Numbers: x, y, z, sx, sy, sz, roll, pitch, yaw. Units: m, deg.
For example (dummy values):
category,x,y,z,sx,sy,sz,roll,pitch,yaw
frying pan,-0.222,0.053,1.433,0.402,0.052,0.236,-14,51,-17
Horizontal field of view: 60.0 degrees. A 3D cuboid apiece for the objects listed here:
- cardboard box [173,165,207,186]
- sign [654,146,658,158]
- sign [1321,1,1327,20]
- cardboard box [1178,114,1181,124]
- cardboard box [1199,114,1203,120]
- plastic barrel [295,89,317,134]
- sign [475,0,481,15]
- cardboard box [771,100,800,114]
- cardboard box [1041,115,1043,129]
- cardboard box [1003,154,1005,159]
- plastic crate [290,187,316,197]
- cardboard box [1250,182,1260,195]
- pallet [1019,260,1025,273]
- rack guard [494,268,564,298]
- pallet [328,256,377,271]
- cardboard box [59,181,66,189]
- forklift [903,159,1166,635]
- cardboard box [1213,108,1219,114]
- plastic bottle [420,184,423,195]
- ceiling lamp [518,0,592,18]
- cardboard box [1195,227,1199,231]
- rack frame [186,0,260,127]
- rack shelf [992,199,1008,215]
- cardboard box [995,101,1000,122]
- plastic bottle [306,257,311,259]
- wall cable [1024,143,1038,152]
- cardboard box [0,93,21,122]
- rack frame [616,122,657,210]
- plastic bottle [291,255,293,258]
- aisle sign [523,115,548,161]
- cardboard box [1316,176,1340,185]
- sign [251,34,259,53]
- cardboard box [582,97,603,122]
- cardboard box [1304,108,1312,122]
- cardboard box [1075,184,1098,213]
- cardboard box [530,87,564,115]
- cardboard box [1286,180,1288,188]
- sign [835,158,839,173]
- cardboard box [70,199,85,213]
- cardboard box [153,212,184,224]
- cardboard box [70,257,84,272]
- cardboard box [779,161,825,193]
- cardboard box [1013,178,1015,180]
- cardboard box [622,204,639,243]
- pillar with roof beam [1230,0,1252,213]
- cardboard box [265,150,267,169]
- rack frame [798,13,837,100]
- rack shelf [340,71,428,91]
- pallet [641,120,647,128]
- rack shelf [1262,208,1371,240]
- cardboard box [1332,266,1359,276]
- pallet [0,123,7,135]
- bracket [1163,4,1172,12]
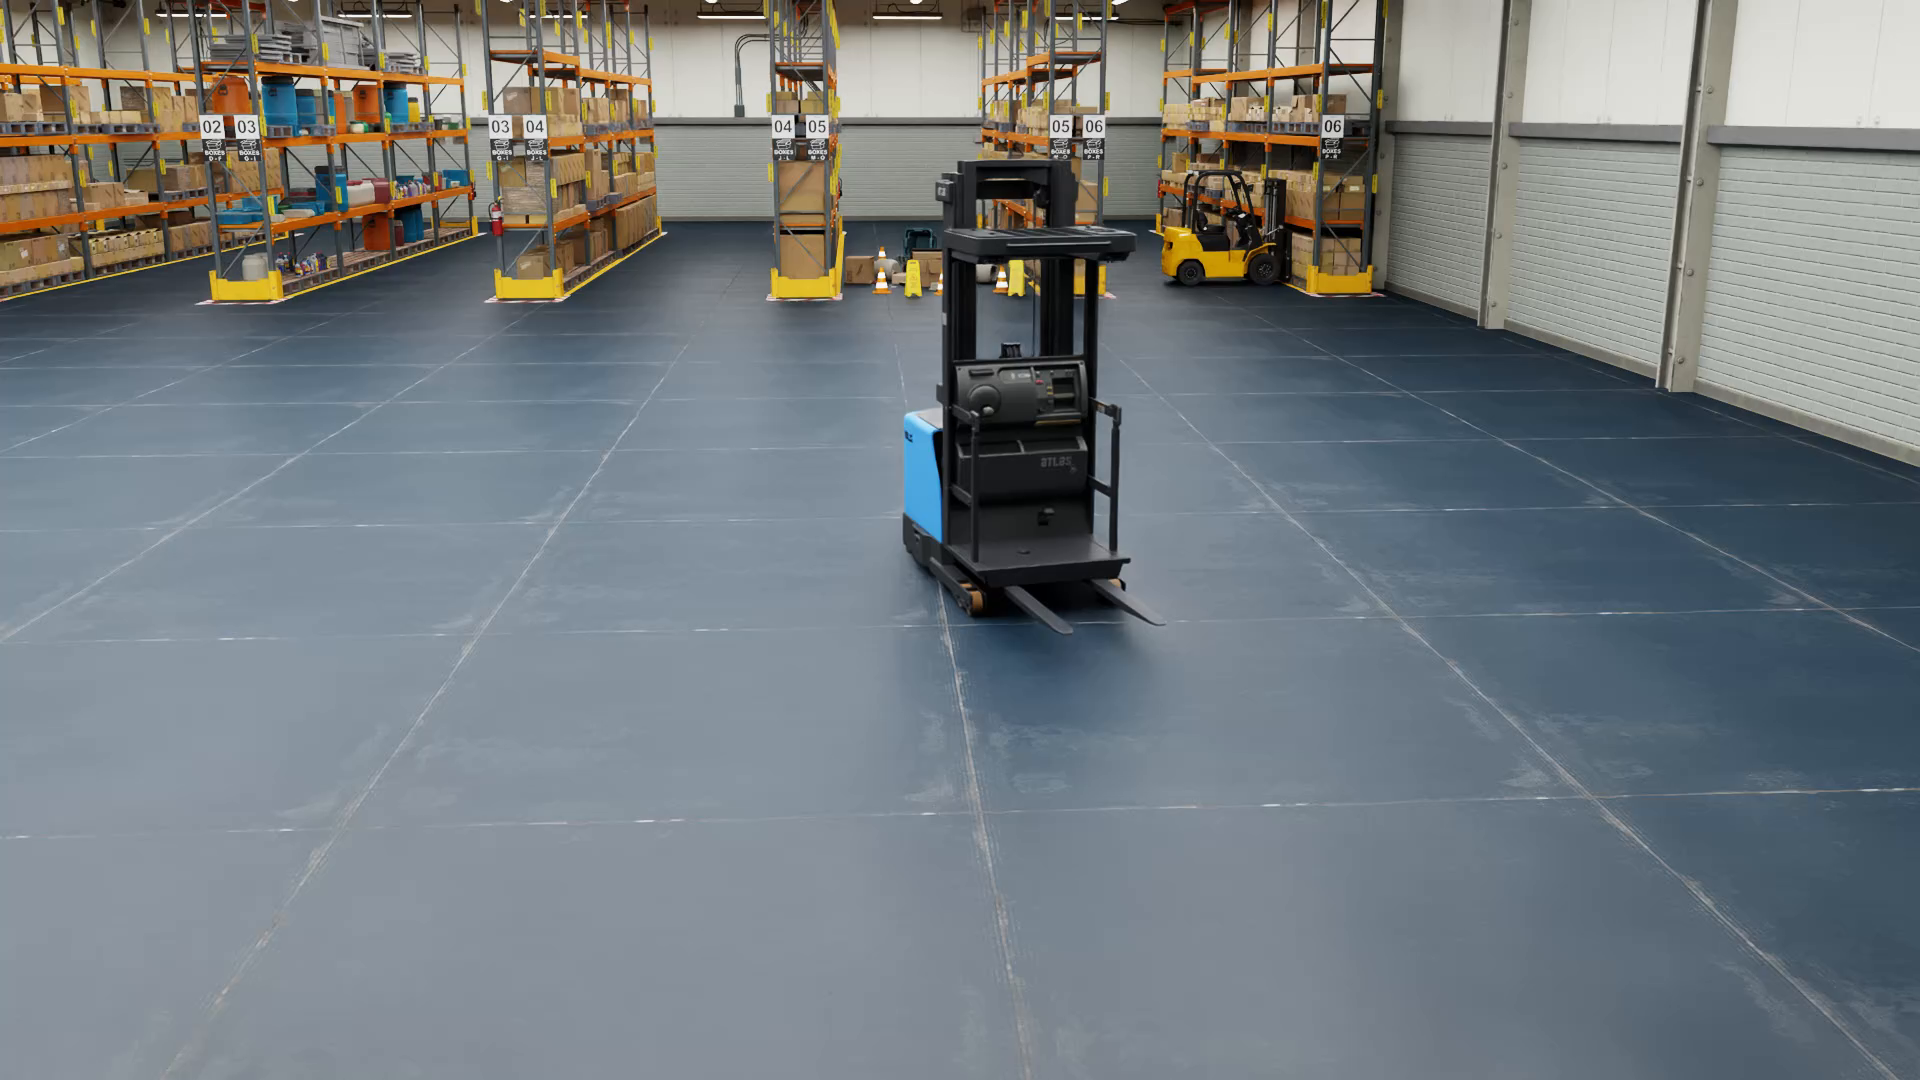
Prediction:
category,x,y,z,sx,sy,sz,roll,pitch,yaw
cardboard box,-18.617,-8.807,40.192,0.700,0.500,0.500,-6,16,-22
sign,-8.241,-10.503,45.030,0.100,0.325,0.005,-1,14,-3
sign,6.510,-9.466,29.723,0.100,0.325,0.005,-1,14,-3
cardboard box,5.967,-10.956,43.271,0.500,0.250,0.500,-1,14,-2
cardboard box,6.003,-10.244,40.261,0.380,0.149,0.250,-1,14,-2
plastic barrel,-13.231,-8.581,33.331,0.600,0.901,0.708,-1,14,-3
sign,-8.347,-9.275,28.822,0.100,0.325,0.005,-1,14,-3
cardboard box,-3.144,-7.789,29.919,0.500,0.250,0.500,-1,14,-3
cardboard box,1.782,-7.769,30.887,0.500,0.250,0.500,-1,14,-4
cardboard box,1.270,-8.771,38.889,0.500,0.500,0.500,-1,14,-2
plastic crate,-13.319,-6.909,33.730,0.402,0.464,0.583,-1,14,-3
cardboard box,6.480,-7.485,35.394,0.500,0.250,0.500,-1,14,-5
pallet,1.801,-5.835,35.280,1.003,0.211,1.213,-1,14,-3
rack guard,-7.797,-4.652,30.104,1.175,0.500,0.348,-1,14,-3
pallet,-13.149,-5.911,35.575,1.003,0.211,1.213,-1,14,-3
cardboard box,-17.683,-6.923,32.412,0.380,0.149,0.250,-1,14,-5
forklift,0.489,-1.027,11.138,1.130,2.935,3.031,-4,15,-17
cardboard box,6.178,-10.122,39.231,0.380,0.149,0.250,-1,14,-5
plastic bottle,-13.109,-8.508,40.322,0.152,0.276,0.135,-1,14,-3
ceiling lamp,-11.379,-16.185,46.158,2.000,3.185,0.800,-1,14,-3
cardboard box,6.158,-7.796,41.478,0.500,0.500,0.500,-1,14,-4
rack frame,-12.735,-8.673,28.675,1.000,3.000,0.127,-1,14,-3
rack shelf,1.479,-8.135,40.069,1.077,0.370,4.000,-1,14,-3
cardboard box,1.121,-10.462,40.605,0.500,0.500,0.500,-1,14,-4
plastic bottle,-12.790,-5.444,32.749,0.152,0.276,0.135,-1,14,-3
wall cable,2.150,-11.895,51.198,0.588,1.984,0.122,-1,14,-3
cardboard box,-17.510,-7.881,30.294,0.500,0.500,0.500,-1,14,-3
rack frame,-8.783,-9.823,45.185,1.000,3.000,0.127,-1,14,-3
plastic bottle,-13.247,-5.496,32.934,0.061,0.283,0.133,-1,14,-3
aisle sign,-7.489,-7.092,29.353,0.394,0.787,0.004,-1,14,-3
cardboard box,6.820,-6.667,30.818,0.380,0.149,0.250,-1,14,-3
sign,-12.186,-8.579,28.729,0.100,0.325,0.005,-1,14,-3
cardboard box,-7.950,-9.211,35.583,0.500,0.500,0.500,-1,14,-2
cardboard box,6.683,-7.978,31.221,0.396,0.266,0.258,-1,14,-3
cardboard box,2.346,-6.311,30.739,0.500,0.500,0.500,-1,14,-4
cardboard box,-7.614,-8.105,30.685,0.500,0.500,0.500,-1,14,-4
cardboard box,6.613,-7.030,32.825,0.380,0.149,0.250,-1,14,-5
sign,-2.777,-8.455,37.544,0.100,0.325,0.005,-1,14,-3
cardboard box,-18.001,-6.736,33.487,0.500,0.250,0.500,0,14,0
cardboard box,-18.543,-7.544,38.957,0.500,0.250,0.500,-1,14,-4
cardboard box,-17.680,-5.446,32.850,0.500,0.250,0.500,-1,14,-3
cardboard box,-2.820,-6.584,30.127,0.875,0.550,0.550,-1,14,-3
cardboard box,1.440,-8.137,36.993,0.500,0.500,0.500,0,14,-1
cardboard box,-8.420,-7.622,40.050,1.225,0.875,0.875,-1,14,-5
pillar with roof beam,2.869,-12.085,41.936,9.100,9.000,0.400,-1,14,-3
cardboard box,-18.300,-9.843,43.054,0.500,0.500,0.500,0,14,-2
rack frame,-3.827,-12.780,44.637,1.000,3.000,0.127,-1,14,-3
rack shelf,-13.355,-10.618,38.480,1.077,0.370,4.000,-1,14,-3
pallet,-8.648,-10.744,42.924,1.003,0.211,1.213,-1,14,-3
rack shelf,6.929,-6.223,32.638,1.077,0.370,4.000,-1,14,-3
cardboard box,7.218,-5.071,31.392,0.500,0.250,0.500,-1,14,-3
pallet,-17.697,-7.278,29.451,1.003,0.211,1.213,-1,14,-3
bracket,6.267,-16.074,50.216,0.235,0.232,0.430,-1,14,-3
